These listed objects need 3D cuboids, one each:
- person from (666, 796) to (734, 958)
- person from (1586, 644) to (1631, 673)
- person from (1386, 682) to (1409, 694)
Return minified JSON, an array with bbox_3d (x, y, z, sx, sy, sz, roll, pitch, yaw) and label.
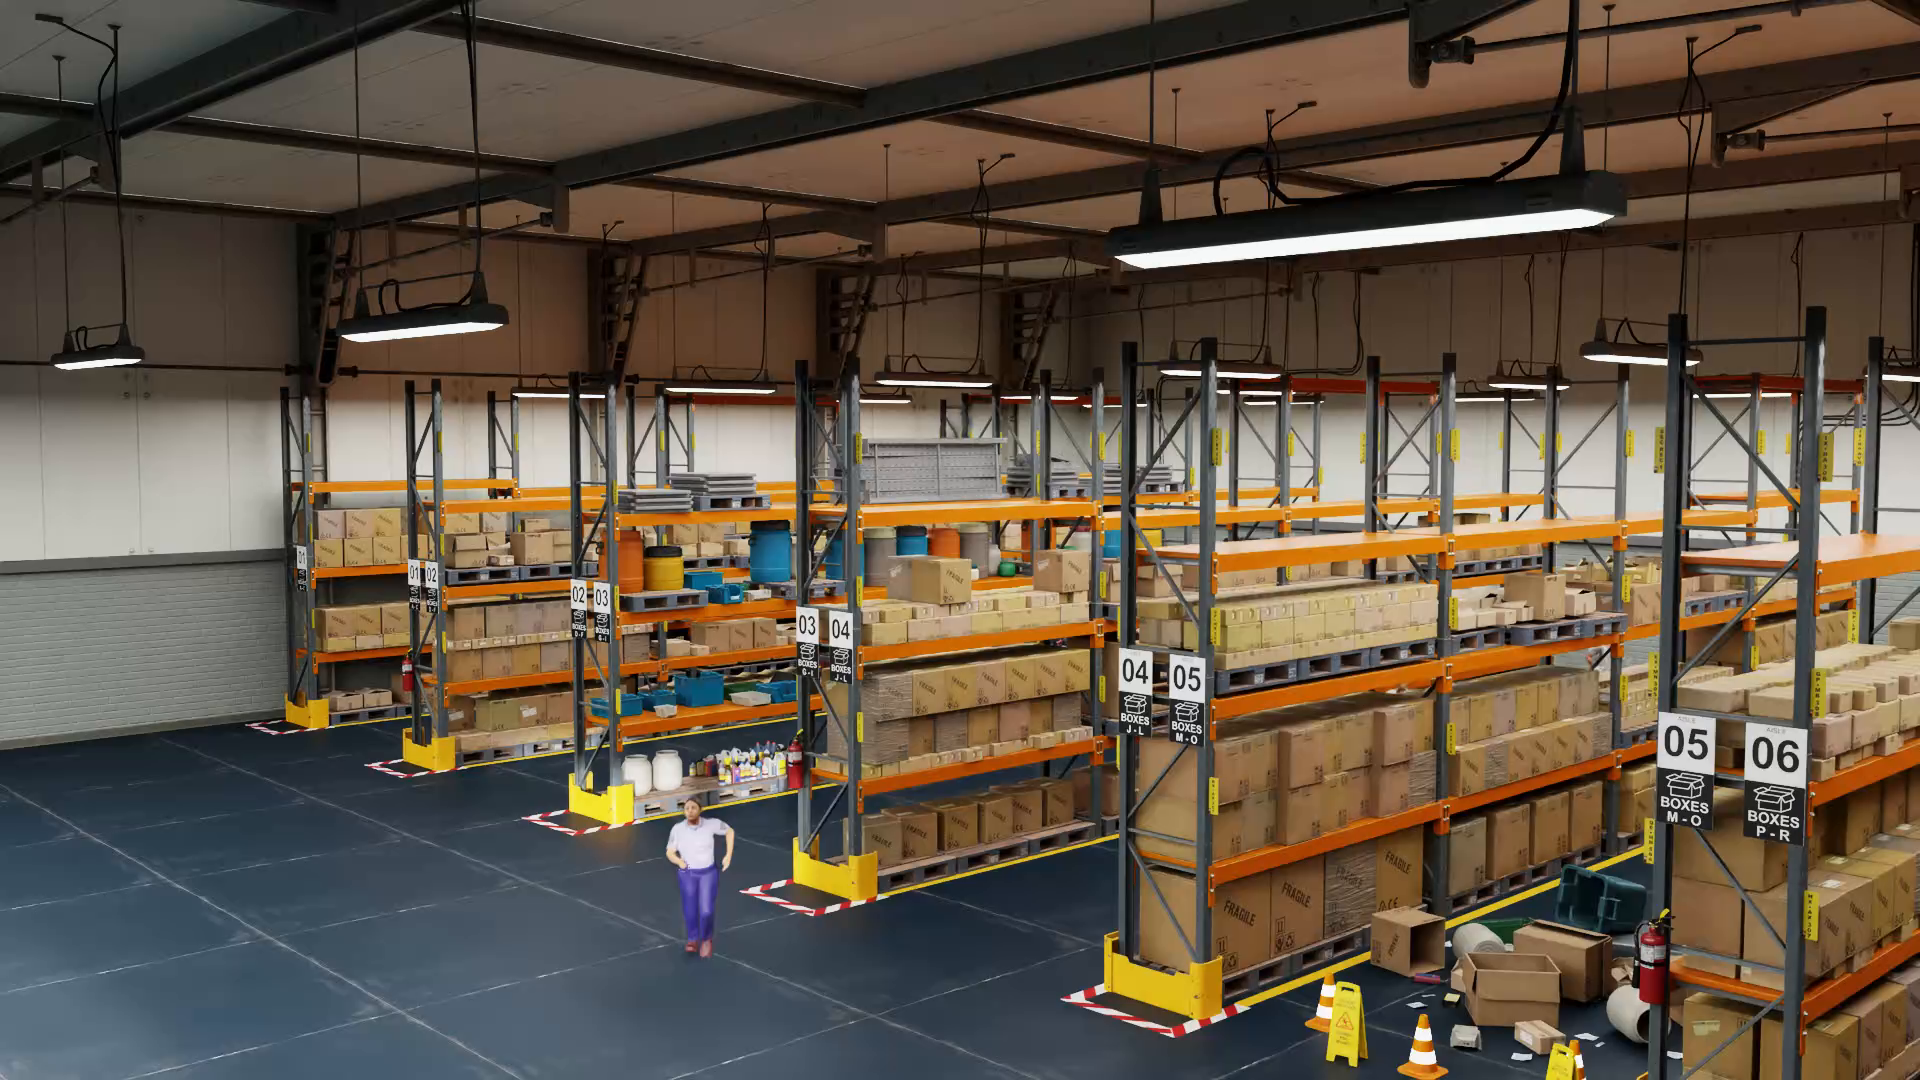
[{"bbox_3d":[-2.551,3.300,16.283,0.617,1.600,0.811,0,4,2],"label":"person"},{"bbox_3d":[11.578,2.408,29.583,0.661,1.770,0.675,-2,4,-26],"label":"person"},{"bbox_3d":[6.252,2.759,23.598,0.712,1.756,1.031,3,5,39],"label":"person"}]
